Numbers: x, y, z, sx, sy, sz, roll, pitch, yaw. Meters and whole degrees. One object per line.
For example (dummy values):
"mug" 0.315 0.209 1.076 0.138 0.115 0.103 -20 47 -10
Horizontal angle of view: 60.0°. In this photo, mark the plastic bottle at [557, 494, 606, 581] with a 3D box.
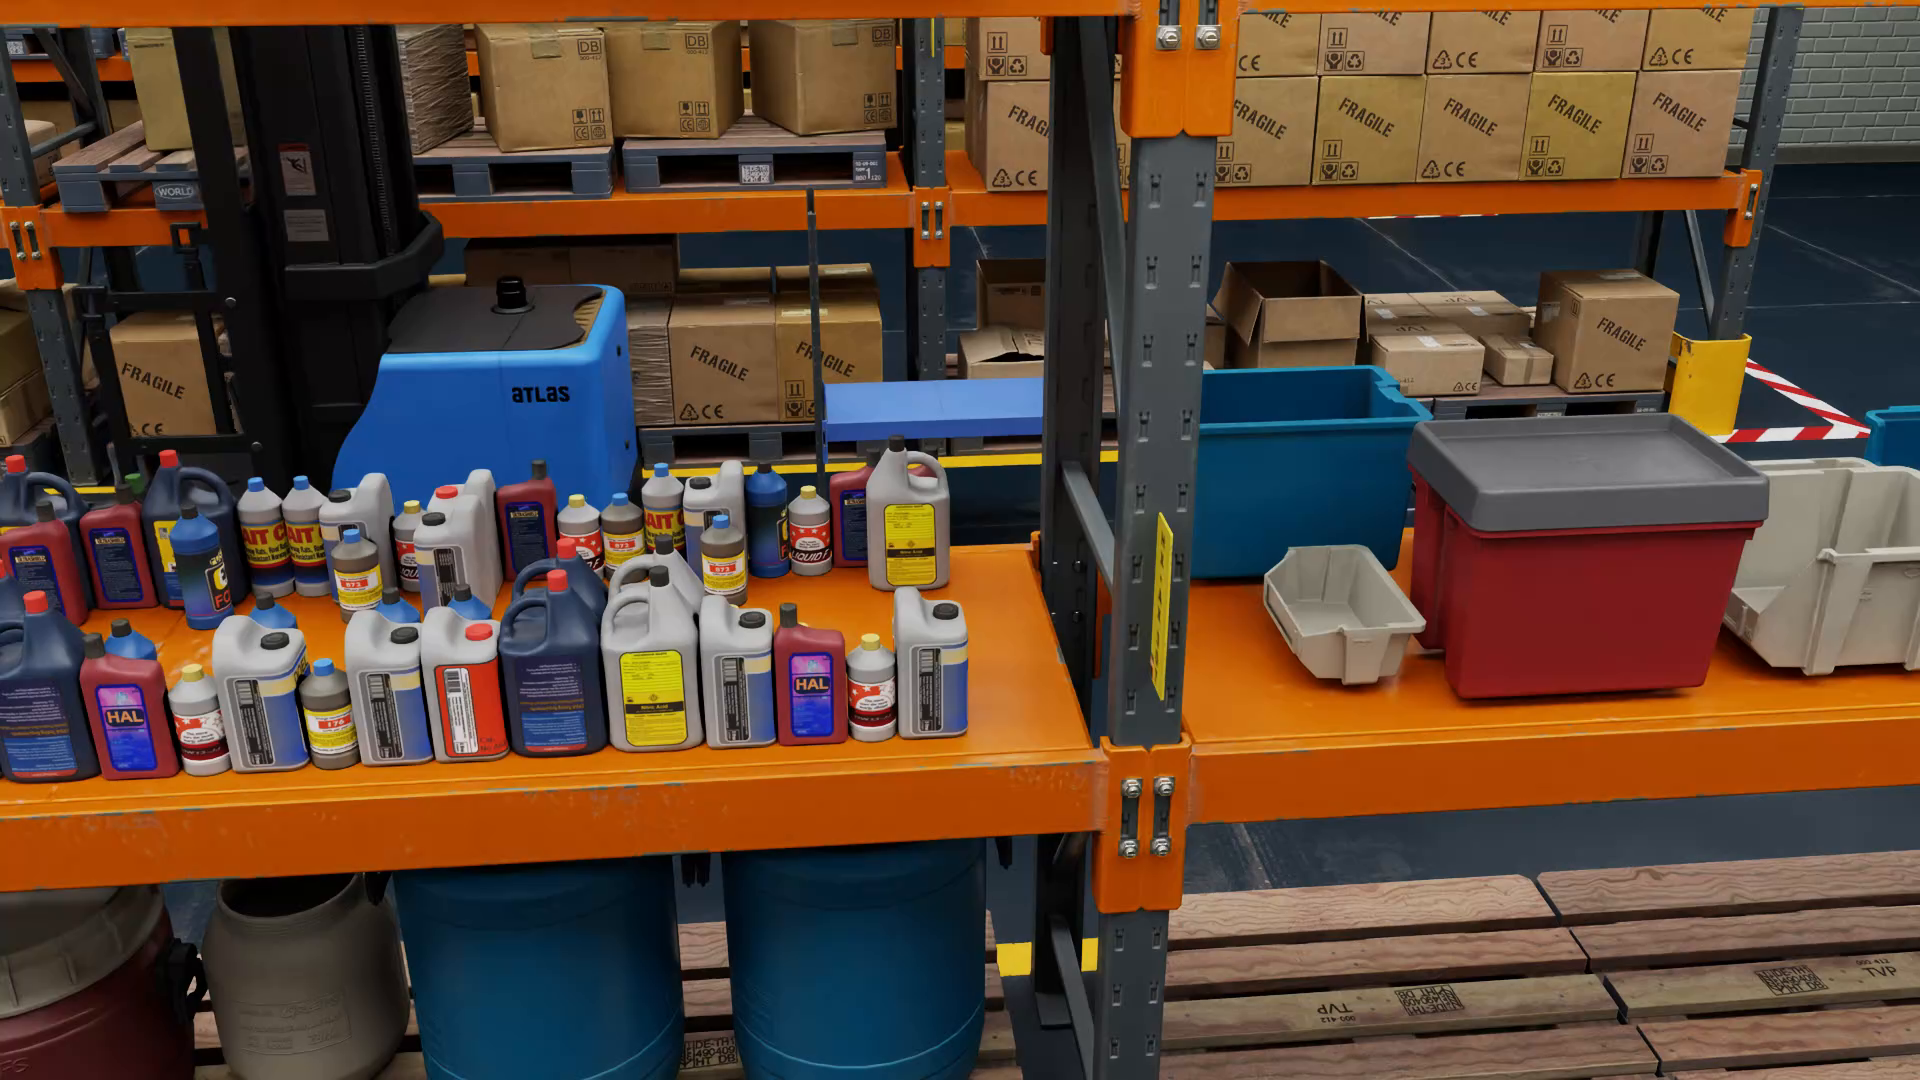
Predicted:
"plastic bottle" -0.870 -0.005 3.813 0.097 0.201 0.097 0 24 0

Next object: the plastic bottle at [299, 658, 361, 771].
"plastic bottle" -1.168 0.316 3.090 0.097 0.201 0.097 0 24 0

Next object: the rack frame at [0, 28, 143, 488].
"rack frame" -4.160 -1.819 7.650 0.127 3.000 1.000 -2 24 -5

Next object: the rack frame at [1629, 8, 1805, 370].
"rack frame" 3.802 -2.138 8.368 0.127 3.000 1.000 -2 24 -5

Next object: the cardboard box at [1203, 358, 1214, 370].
"cardboard box" 1.120 -0.853 8.423 0.250 0.166 0.380 -2 24 -5

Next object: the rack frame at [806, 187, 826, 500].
"rack frame" -0.591 -0.662 6.892 0.032 1.500 0.500 -2 24 -5

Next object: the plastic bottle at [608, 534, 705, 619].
"plastic bottle" -0.593 0.157 3.265 0.185 0.351 0.144 -2 24 -5

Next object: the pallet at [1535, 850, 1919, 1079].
"pallet" 2.249 1.203 4.284 1.213 0.211 1.003 -2 24 -5

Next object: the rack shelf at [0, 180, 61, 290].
"rack shelf" -6.150 -1.411 7.616 4.000 0.370 1.077 -2 24 -5

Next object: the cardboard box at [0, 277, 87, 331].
"cardboard box" -4.710 -1.109 8.229 0.500 0.311 0.500 -1 24 -3

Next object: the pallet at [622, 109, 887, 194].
"pallet" -0.985 -1.903 8.075 1.213 0.211 1.003 -2 24 -5

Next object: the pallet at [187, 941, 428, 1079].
"pallet" -1.685 1.362 3.927 1.213 0.211 1.003 -2 24 -5

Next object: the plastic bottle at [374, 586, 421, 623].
"plastic bottle" -1.086 0.219 3.222 0.097 0.271 0.097 0 24 0

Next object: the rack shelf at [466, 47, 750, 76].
"rack shelf" -2.660 -3.572 12.480 4.000 0.370 1.077 -2 24 -5

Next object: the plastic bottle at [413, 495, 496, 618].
"plastic bottle" -1.100 0.043 3.613 0.135 0.276 0.152 -2 24 -5

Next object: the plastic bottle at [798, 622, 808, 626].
"plastic bottle" -0.308 0.257 3.223 0.097 0.201 0.097 0 24 0

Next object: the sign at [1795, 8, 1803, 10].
"sign" 3.836 -2.587 7.562 0.005 0.325 0.100 -2 24 -5

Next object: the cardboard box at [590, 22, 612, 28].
"cardboard box" -2.608 -3.988 12.016 0.500 0.500 0.500 -2 24 -4

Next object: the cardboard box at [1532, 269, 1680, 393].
"cardboard box" 3.285 -1.076 8.514 0.500 0.500 0.500 -2 24 -5

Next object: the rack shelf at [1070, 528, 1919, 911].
"rack shelf" 2.295 0.272 3.830 4.000 0.370 1.077 -2 24 -5

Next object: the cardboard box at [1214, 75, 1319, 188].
"cardboard box" 1.362 -1.975 7.878 0.500 0.500 0.500 -2 24 -5

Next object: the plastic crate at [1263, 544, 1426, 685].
"plastic crate" 0.781 0.156 3.457 0.243 0.136 0.396 -2 24 -5

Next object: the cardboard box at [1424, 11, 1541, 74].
"cardboard box" 2.368 -2.469 7.758 0.500 0.500 0.500 -2 24 -4

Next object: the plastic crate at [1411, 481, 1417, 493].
"plastic crate" 1.392 -0.031 3.893 0.590 0.125 0.437 -2 24 -5

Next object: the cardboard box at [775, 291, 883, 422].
"cardboard box" -0.642 -0.902 8.122 0.500 0.500 0.500 -2 24 -5

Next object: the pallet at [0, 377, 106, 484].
"pallet" -4.983 -0.528 8.178 1.213 0.211 1.003 -2 24 -5

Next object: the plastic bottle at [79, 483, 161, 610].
"plastic bottle" -1.856 0.014 3.669 0.133 0.283 0.061 -2 24 -5

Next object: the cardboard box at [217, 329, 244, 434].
"cardboard box" -3.158 -0.804 7.901 0.500 0.500 0.500 -3 24 -7

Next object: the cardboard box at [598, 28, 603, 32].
"cardboard box" -2.512 -3.708 12.185 0.250 0.149 0.380 -2 24 -3

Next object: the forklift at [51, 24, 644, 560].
"forklift" -2.884 -1.210 6.364 3.031 2.935 1.130 -2 24 -4

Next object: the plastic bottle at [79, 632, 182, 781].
"plastic bottle" -1.512 0.300 3.025 0.133 0.283 0.061 -2 24 -5

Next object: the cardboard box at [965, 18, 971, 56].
"cardboard box" 0.299 -2.606 8.066 0.500 0.500 0.500 -2 24 -5

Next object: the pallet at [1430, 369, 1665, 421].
"pallet" 2.933 -0.829 8.855 1.213 0.211 1.003 -2 24 -5

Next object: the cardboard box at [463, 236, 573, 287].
"cardboard box" -2.179 -1.399 8.318 0.500 0.250 0.500 -3 24 -6

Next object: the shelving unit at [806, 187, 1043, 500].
"shelving unit" -0.085 -0.682 6.938 1.048 1.500 0.538 -2 24 -5

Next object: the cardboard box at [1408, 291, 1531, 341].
"cardboard box" 2.735 -1.156 9.001 0.500 0.250 0.500 -2 24 -5

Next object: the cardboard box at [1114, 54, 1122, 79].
"cardboard box" 0.831 -2.407 7.619 0.500 0.500 0.500 -3 24 -7

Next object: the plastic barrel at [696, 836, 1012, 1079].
"plastic barrel" -0.239 0.805 3.812 0.708 0.901 0.600 -2 24 -5

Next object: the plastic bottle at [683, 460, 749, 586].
"plastic bottle" -0.558 -0.041 3.801 0.135 0.276 0.152 -2 24 -5

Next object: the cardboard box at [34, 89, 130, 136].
"cardboard box" -6.446 -3.153 12.263 0.500 0.250 0.500 -2 24 -5

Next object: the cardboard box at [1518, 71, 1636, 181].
"cardboard box" 2.867 -2.034 8.010 0.500 0.500 0.500 -2 24 -5

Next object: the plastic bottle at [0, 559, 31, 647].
"plastic bottle" -1.823 0.203 3.161 0.185 0.351 0.144 -2 24 -5

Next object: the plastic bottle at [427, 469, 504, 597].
"plastic bottle" -1.115 -0.018 3.751 0.135 0.276 0.152 -2 24 -5

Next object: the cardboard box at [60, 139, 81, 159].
"cardboard box" -6.377 -2.825 12.449 0.500 0.500 0.700 -2 24 -5

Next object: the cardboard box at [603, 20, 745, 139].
"cardboard box" -1.350 -2.235 7.945 0.500 0.500 0.700 1 24 3

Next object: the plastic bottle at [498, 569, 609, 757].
"plastic bottle" -0.762 0.222 3.117 0.185 0.351 0.144 -2 24 -5

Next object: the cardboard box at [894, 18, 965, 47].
"cardboard box" -0.128 -4.133 12.486 0.700 0.700 0.980 -2 24 -4

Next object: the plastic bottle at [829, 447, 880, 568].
"plastic bottle" -0.235 -0.076 3.871 0.133 0.283 0.061 -2 24 -5

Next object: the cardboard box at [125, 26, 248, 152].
"cardboard box" -3.544 -2.127 7.703 0.500 0.500 0.700 -11 26 -23

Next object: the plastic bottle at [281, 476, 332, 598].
"plastic bottle" -1.464 -0.013 3.746 0.097 0.271 0.097 0 24 0

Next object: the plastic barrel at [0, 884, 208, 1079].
"plastic barrel" -2.067 1.022 3.710 0.708 0.588 0.600 -2 24 -5

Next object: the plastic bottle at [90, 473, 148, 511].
"plastic bottle" -1.862 -0.010 3.724 0.133 0.283 0.061 -2 24 -5

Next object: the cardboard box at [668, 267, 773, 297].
"cardboard box" -1.214 -1.091 8.547 0.500 0.500 0.500 -2 24 -4

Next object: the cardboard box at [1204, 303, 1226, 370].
"cardboard box" 1.107 -1.119 8.842 0.500 0.311 0.500 -2 24 -5

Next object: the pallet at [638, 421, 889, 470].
"pallet" -0.985 -0.657 8.468 1.213 0.211 1.003 -2 24 -5

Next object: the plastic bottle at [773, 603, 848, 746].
"plastic bottle" -0.282 0.251 3.136 0.133 0.283 0.061 -2 24 -5
